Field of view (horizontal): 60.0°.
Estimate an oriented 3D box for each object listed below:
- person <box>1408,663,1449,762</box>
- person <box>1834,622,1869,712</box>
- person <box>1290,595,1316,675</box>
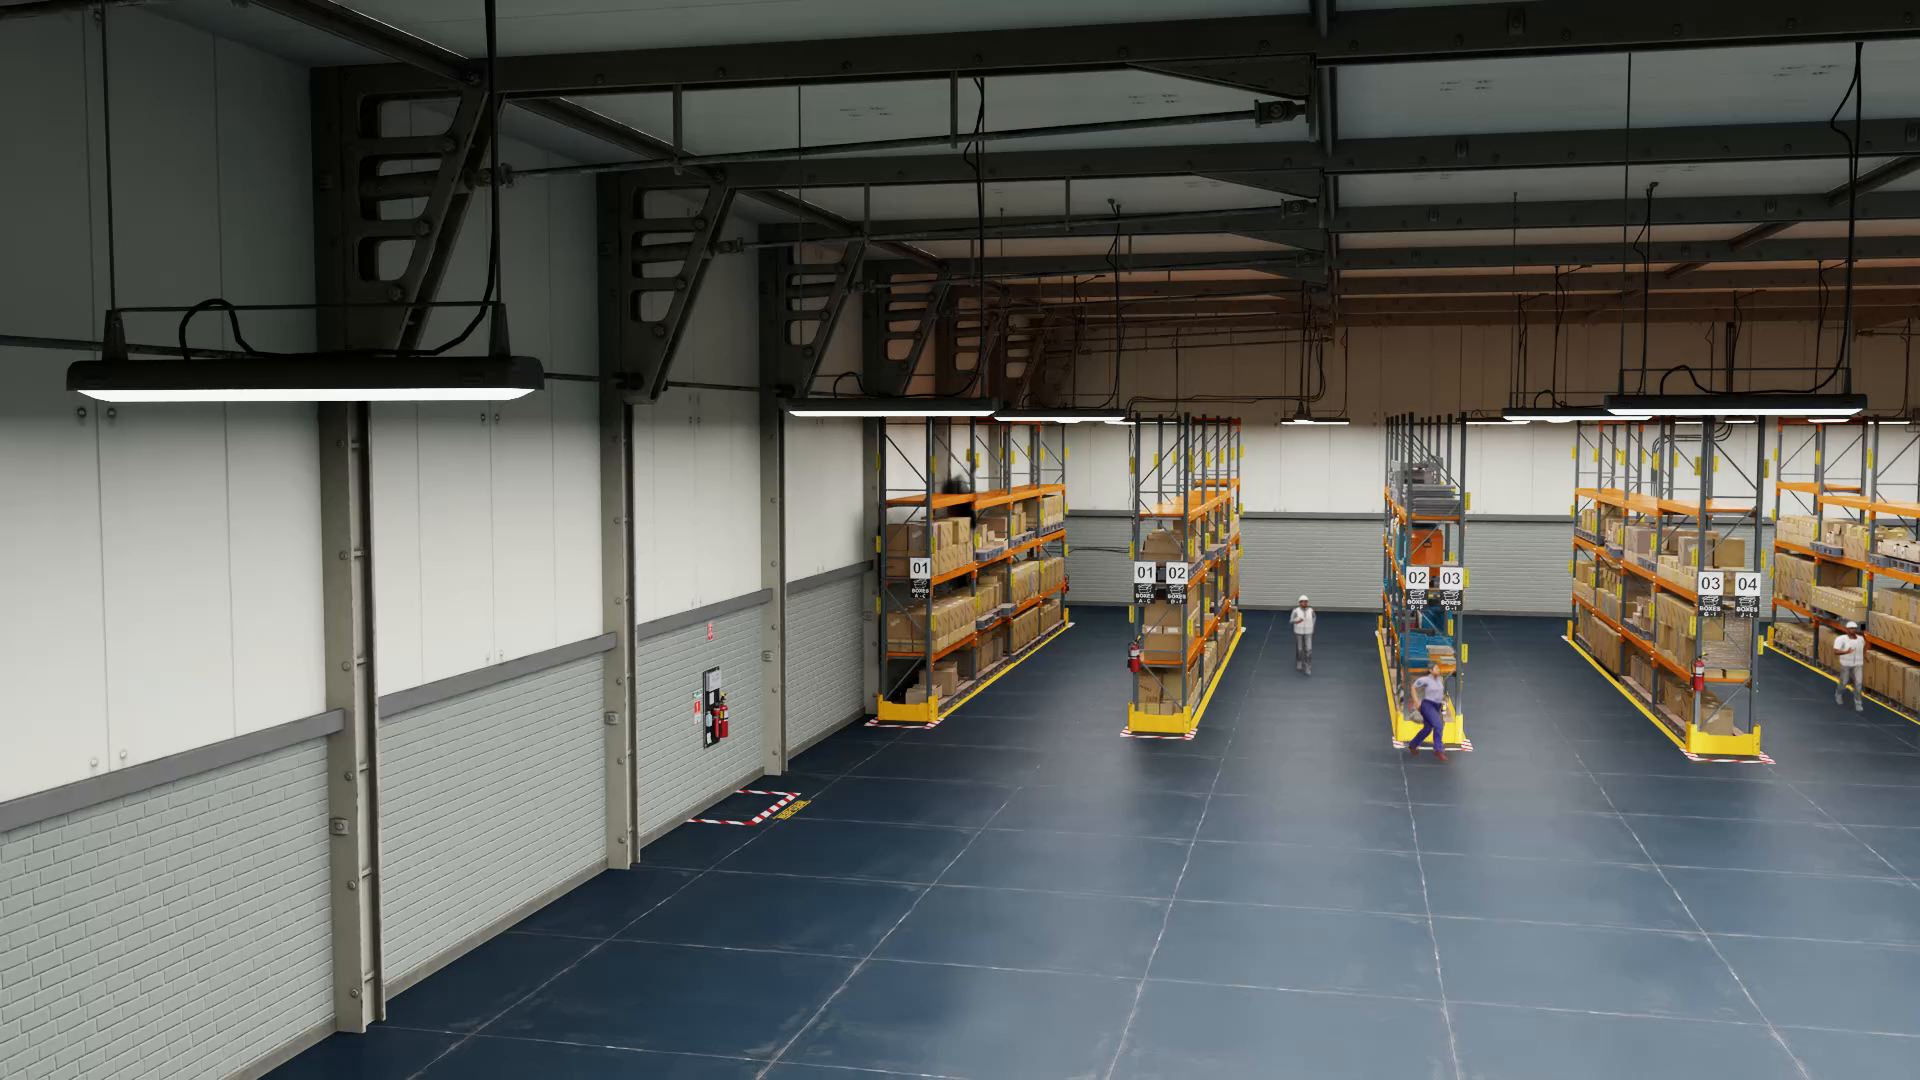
[{"bbox_3d":[8.192,2.958,28.815,0.599,1.646,0.831,-4,5,-44],"label":"person"},{"bbox_3d":[18.067,2.530,33.715,0.697,1.760,0.977,1,4,9],"label":"person"},{"bbox_3d":[8.020,2.194,38.834,0.646,1.809,0.808,0,4,4],"label":"person"}]
